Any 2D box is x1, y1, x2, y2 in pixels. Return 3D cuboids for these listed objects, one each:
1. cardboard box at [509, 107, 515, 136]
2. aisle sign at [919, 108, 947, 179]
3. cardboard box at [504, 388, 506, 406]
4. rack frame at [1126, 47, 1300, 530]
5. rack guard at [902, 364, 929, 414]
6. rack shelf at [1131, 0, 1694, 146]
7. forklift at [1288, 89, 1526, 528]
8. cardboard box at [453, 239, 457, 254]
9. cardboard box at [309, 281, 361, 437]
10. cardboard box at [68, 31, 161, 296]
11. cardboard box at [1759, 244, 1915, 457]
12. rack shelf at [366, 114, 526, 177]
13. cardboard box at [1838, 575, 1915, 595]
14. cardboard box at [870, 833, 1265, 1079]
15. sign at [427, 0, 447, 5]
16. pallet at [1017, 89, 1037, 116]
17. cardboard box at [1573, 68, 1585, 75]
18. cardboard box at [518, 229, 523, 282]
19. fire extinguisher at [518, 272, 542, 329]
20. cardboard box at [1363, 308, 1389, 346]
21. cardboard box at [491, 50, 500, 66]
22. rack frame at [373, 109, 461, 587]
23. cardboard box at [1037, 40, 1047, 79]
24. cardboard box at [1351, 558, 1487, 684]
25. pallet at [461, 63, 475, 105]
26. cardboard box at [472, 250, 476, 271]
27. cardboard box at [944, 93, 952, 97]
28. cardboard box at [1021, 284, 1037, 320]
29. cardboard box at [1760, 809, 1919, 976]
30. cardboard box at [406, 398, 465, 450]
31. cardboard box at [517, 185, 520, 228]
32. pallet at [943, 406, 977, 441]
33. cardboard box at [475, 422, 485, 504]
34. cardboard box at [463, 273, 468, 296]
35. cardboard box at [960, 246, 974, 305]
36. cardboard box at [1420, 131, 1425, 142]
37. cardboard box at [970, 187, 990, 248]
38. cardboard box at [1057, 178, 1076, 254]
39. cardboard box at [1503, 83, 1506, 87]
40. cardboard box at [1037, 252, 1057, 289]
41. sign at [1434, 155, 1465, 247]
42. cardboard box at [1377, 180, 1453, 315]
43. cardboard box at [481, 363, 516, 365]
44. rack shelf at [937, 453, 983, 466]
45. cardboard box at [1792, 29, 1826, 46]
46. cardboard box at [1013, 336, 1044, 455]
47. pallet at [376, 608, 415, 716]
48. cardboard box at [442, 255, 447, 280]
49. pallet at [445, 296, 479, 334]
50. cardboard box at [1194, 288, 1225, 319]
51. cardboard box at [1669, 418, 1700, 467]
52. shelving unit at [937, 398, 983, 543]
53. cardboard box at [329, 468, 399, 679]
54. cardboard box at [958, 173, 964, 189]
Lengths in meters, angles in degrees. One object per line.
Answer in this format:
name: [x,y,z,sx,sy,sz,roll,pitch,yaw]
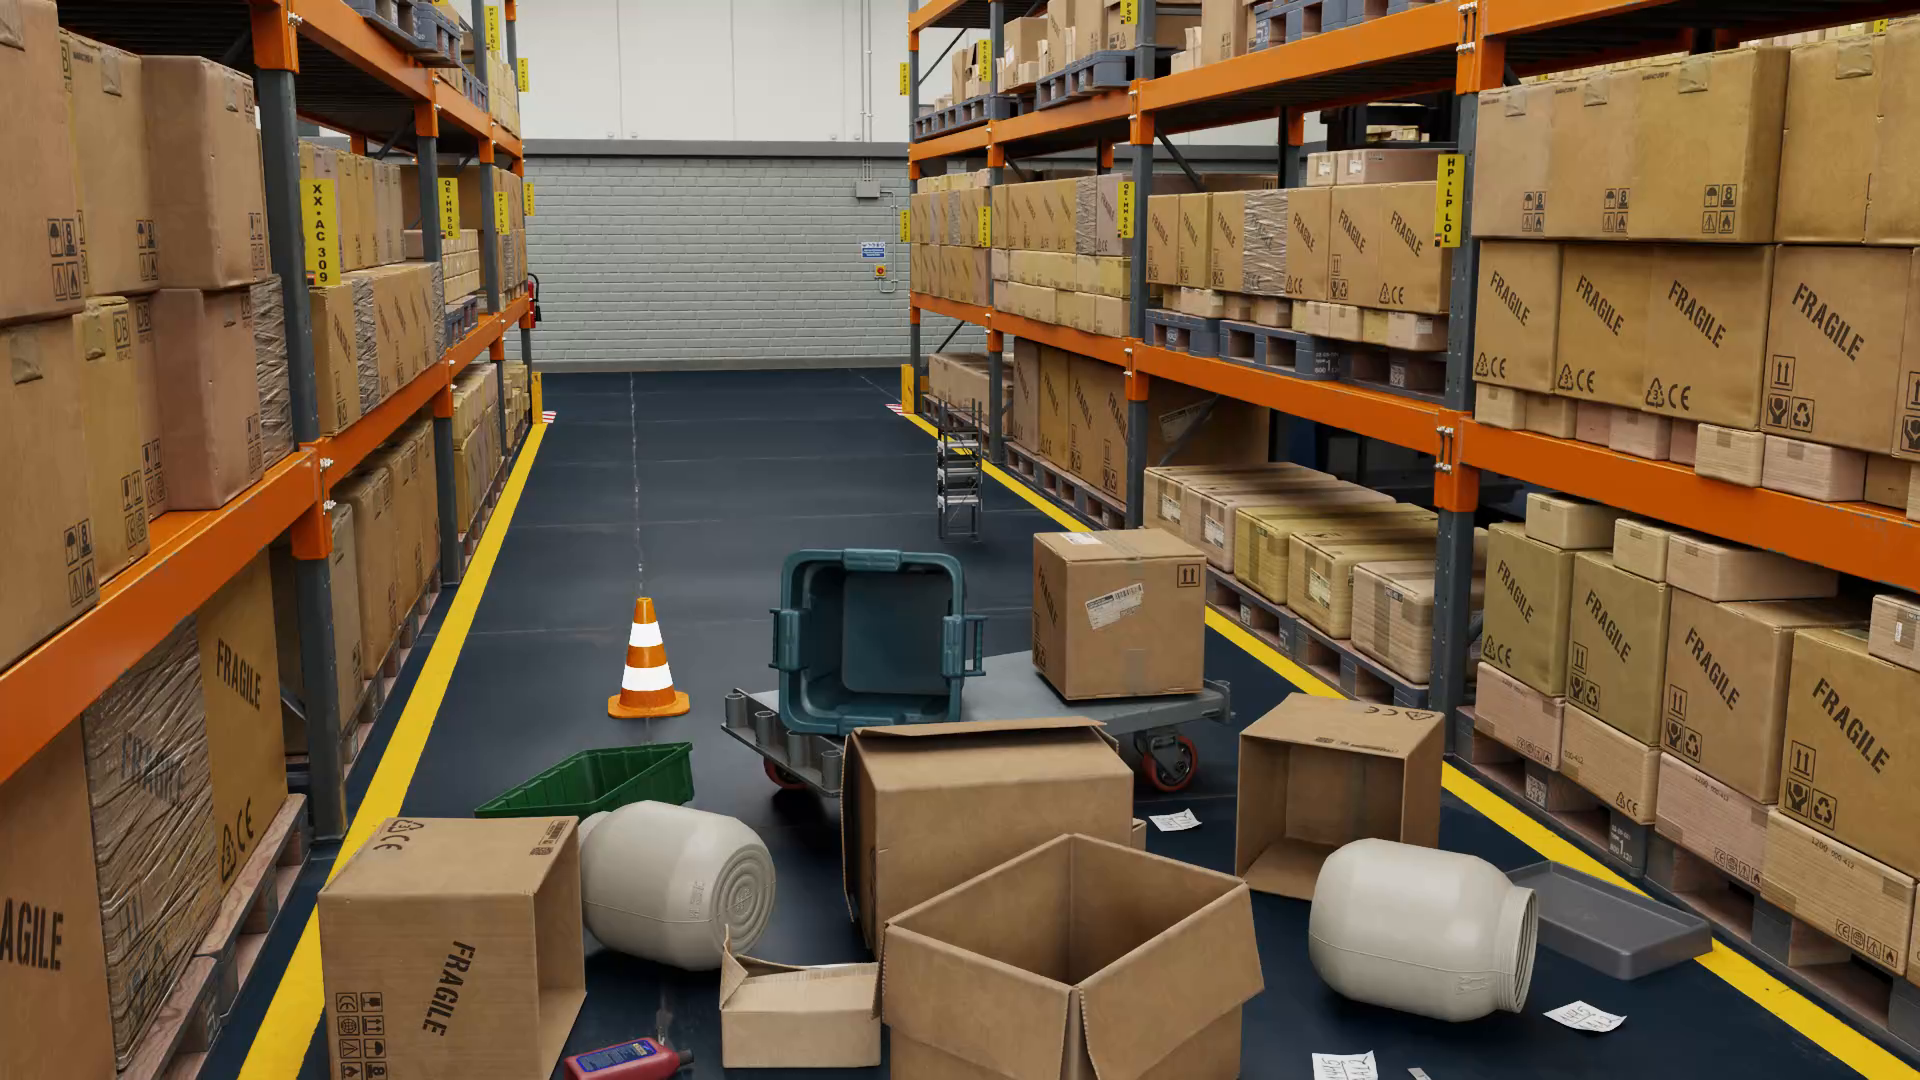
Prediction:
cardboard box: [-4.329,-3.814,15.091,0.500,0.250,0.500,-2,11,-9]
aisle sign: [-0.330,-4.151,17.530,0.394,0.787,0.004,-2,11,-11]
cardboard box: [-3.948,-1.160,13.681,0.380,0.149,0.250,-2,11,-8]
rack frame: [1.525,-1.404,10.050,1.000,3.000,0.127,-2,11,-11]
rack guard: [-0.036,-1.648,18.016,1.175,0.500,0.348,-2,11,-11]
rack shelf: [1.914,-2.157,7.910,1.077,0.370,4.000,-2,11,-11]
forklift: [3.017,-1.521,10.846,1.130,2.935,3.031,-2,11,-10]
cardboard box: [-3.513,-1.959,10.925,0.380,0.149,0.250,-2,11,-12]
cardboard box: [-2.371,-0.627,5.701,0.500,0.500,0.500,-2,11,-10]
cardboard box: [-2.304,-0.806,3.621,0.875,0.550,0.550,-2,11,-11]
cardboard box: [2.438,-0.499,4.233,0.500,0.500,0.500,-2,11,-10]
rack shelf: [-4.478,-3.426,14.575,1.077,0.370,4.000,-2,11,-11]
cardboard box: [2.882,0.391,4.843,0.500,0.500,0.500,-2,11,-8]
cardboard box: [0.256,1.060,3.783,0.637,0.503,0.797,9,14,38]
sign: [-2.765,-2.990,8.769,0.100,0.325,0.005,-2,11,-11]
pallet: [0.974,-3.351,12.768,0.805,0.209,1.217,-3,11,-13]
cardboard box: [5.365,-3.953,13.908,0.380,0.149,0.250,-2,11,-10]
cardboard box: [-4.432,-2.700,15.797,0.500,0.500,0.500,-2,11,-12]
fire extinguisher: [-4.463,-2.514,17.089,0.296,0.674,0.183,-2,11,-11]
cardboard box: [1.898,-0.886,6.880,0.380,0.149,0.250,-2,11,-13]
cardboard box: [-4.117,-4.085,14.113,0.380,0.149,0.250,-2,11,-8]
rack frame: [-3.311,-1.205,9.007,1.000,3.000,0.127,-2,11,-11]
cardboard box: [0.759,-3.403,11.770,0.396,0.266,0.258,-1,11,-6]
cardboard box: [2.198,0.318,6.907,0.950,0.372,0.625,-2,11,-10]
pallet: [-3.869,-3.013,10.984,1.213,0.211,1.003,-2,11,-11]
cardboard box: [-3.766,-2.054,12.218,0.380,0.149,0.250,-2,11,-11]
cardboard box: [0.145,-4.447,17.027,0.500,0.250,0.500,-3,11,-16]
cardboard box: [0.760,-1.784,12.449,0.500,0.250,0.500,-2,11,-11]
cardboard box: [2.459,0.878,4.290,0.500,0.250,0.500,-3,11,-13]
cardboard box: [-3.208,-0.687,9.842,0.500,0.250,0.500,-3,11,-14]
cardboard box: [-4.435,-3.191,15.703,0.500,0.500,0.500,-3,11,-13]
pallet: [0.435,-1.134,16.091,1.003,0.211,1.213,-2,11,-11]
cardboard box: [-3.404,-0.509,10.909,0.500,0.500,0.500,-2,11,-12]
cardboard box: [-3.612,-1.766,11.501,0.380,0.149,0.250,-3,11,-13]
cardboard box: [0.300,-2.357,14.788,0.500,0.500,0.500,-2,11,-12]
cardboard box: [4.895,-4.100,16.867,0.380,0.149,0.250,-2,11,-12]
cardboard box: [0.384,-2.754,14.204,0.500,0.500,0.500,-2,11,-11]
cardboard box: [0.970,-2.215,11.368,0.500,0.500,0.500,-2,11,-11]
cardboard box: [5.173,-4.287,15.443,0.500,0.250,0.500,-2,11,-12]
cardboard box: [0.857,-1.938,11.919,0.500,0.250,0.500,-2,11,-13]
sign: [1.759,-1.218,5.978,0.100,0.325,0.005,-2,11,-11]
cardboard box: [1.988,-1.148,6.520,0.500,0.500,0.500,-2,11,-12]
cardboard box: [-4.523,-1.635,16.173,0.380,0.149,0.250,-2,11,-10]
rack shelf: [-0.002,-0.499,10.610,0.258,0.077,0.200,-2,11,-11]
cardboard box: [5.987,-3.478,11.465,0.380,0.149,0.250,-2,11,-13]
cardboard box: [0.946,-1.189,13.482,0.875,0.875,0.875,-2,11,-9]
pallet: [-2.998,0.535,7.320,1.003,0.211,1.213,-2,11,-11]
cardboard box: [-3.367,-1.675,10.228,0.380,0.149,0.250,-2,11,-11]
pallet: [-3.736,-1.473,10.924,1.003,0.211,1.213,-2,11,-11]
cardboard box: [1.469,-1.264,8.865,0.380,0.149,0.250,-2,11,-11]
cardboard box: [2.327,-0.291,4.875,0.380,0.149,0.250,-2,11,-11]
shelving unit: [-0.002,-0.444,10.620,0.258,0.900,0.210,-2,11,-11]
cardboard box: [-2.926,0.140,6.835,1.050,0.750,0.750,-2,11,-11]
cardboard box: [0.188,-3.278,15.221,0.380,0.149,0.250,-2,11,-12]
